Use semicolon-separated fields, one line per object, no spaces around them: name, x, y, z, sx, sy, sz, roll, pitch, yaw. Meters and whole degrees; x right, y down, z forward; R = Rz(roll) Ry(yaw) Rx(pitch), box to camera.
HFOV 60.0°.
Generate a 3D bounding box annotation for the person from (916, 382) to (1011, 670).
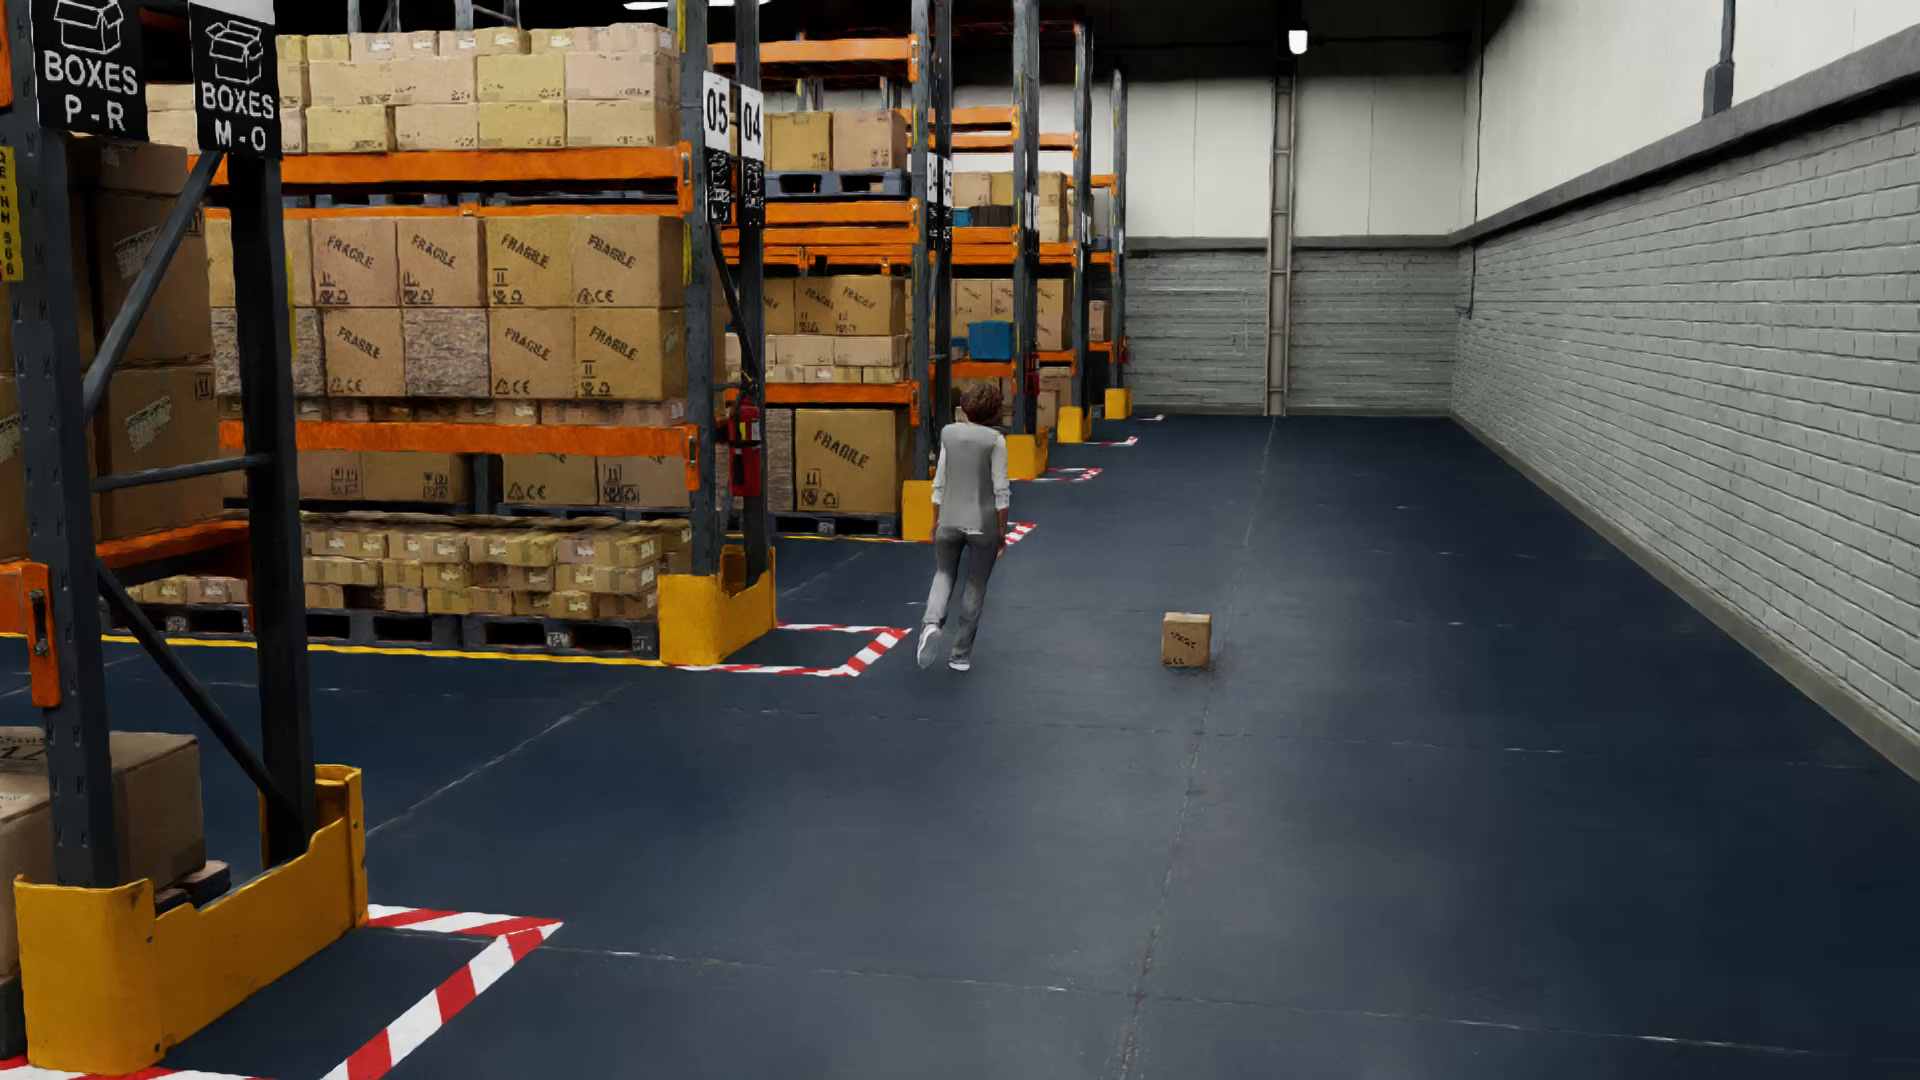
person;0.043;-0.054;8.851;0.483;1.574;0.480;2;8;15
